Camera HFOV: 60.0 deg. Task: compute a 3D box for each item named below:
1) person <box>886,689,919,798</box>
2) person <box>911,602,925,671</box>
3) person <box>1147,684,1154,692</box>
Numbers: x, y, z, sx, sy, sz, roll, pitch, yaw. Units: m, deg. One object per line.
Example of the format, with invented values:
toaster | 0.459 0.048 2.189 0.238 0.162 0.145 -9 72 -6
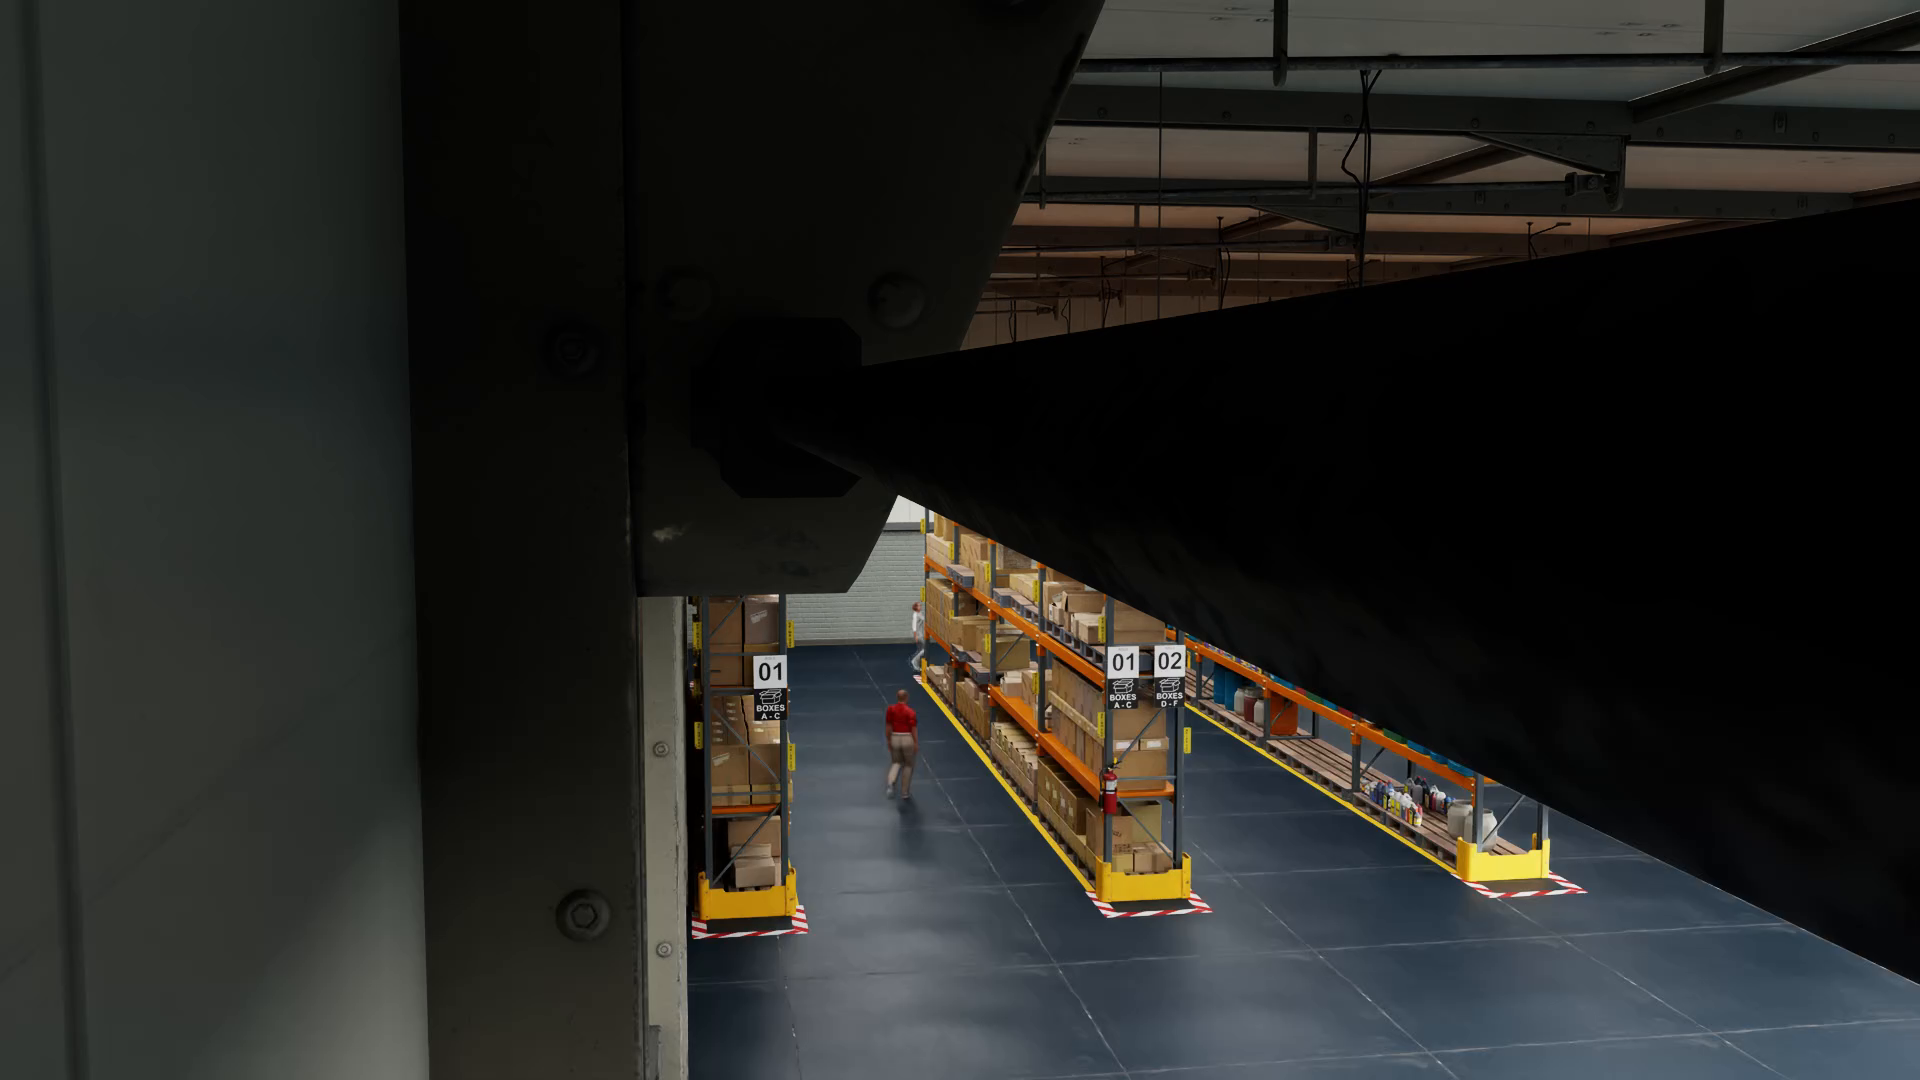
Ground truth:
person | -0.912 3.180 25.916 0.549 1.711 0.550 2 6 26
person | -0.913 2.196 37.816 0.434 1.578 0.415 -1 5 -11
person | 3.711 2.475 33.728 0.563 1.775 0.682 5 7 42
